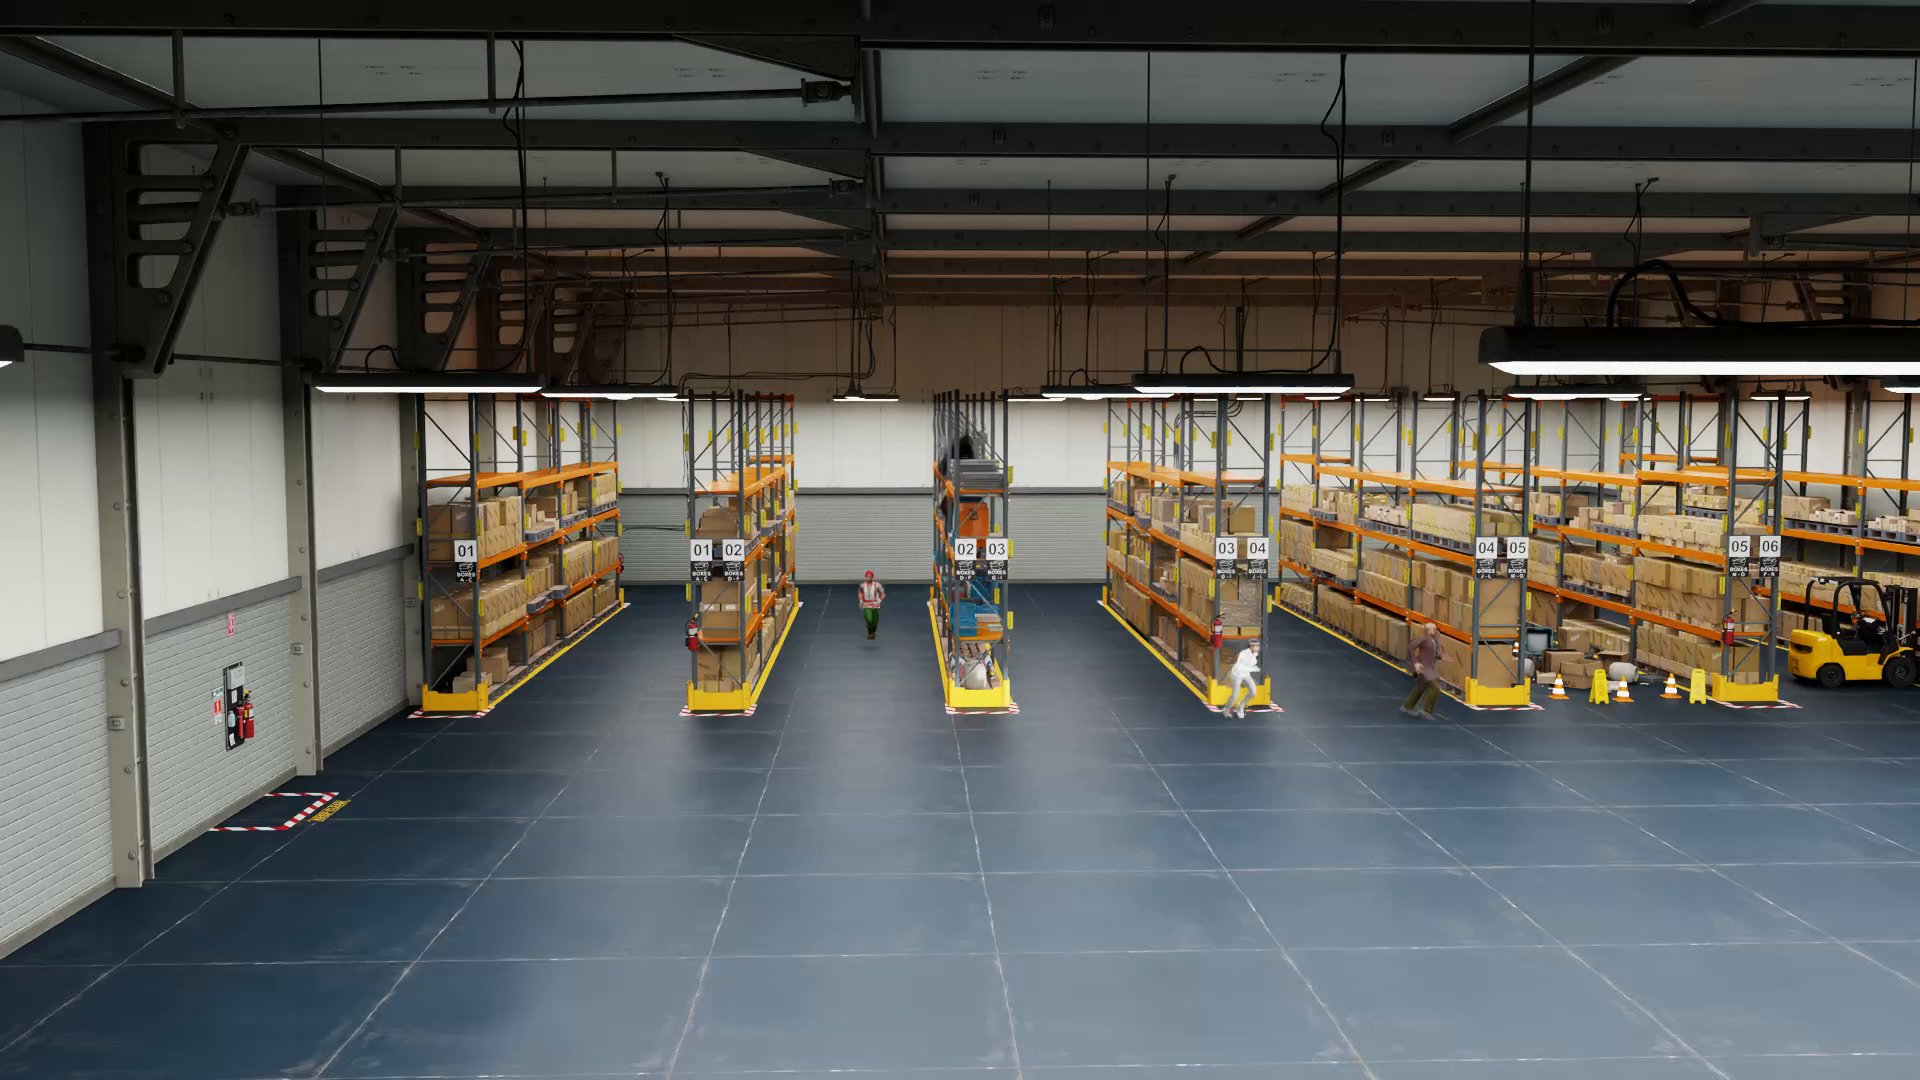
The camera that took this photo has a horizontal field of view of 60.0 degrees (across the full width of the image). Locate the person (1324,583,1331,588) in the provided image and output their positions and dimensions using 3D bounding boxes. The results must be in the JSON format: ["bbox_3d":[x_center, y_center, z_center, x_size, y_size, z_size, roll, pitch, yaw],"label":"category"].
[{"bbox_3d":[10.875,0.938,48.291,0.846,1.688,0.601,4,6,40],"label":"person"}]

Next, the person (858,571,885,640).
[{"bbox_3d":[-2.073,1.537,38.814,0.648,1.658,0.856,0,5,3],"label":"person"}]

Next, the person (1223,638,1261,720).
[{"bbox_3d":[5.151,2.502,30.140,0.647,1.518,0.899,-4,6,-39],"label":"person"}]

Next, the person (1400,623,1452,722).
[{"bbox_3d":[8.446,2.404,30.202,0.935,1.830,0.637,3,6,34],"label":"person"}]
